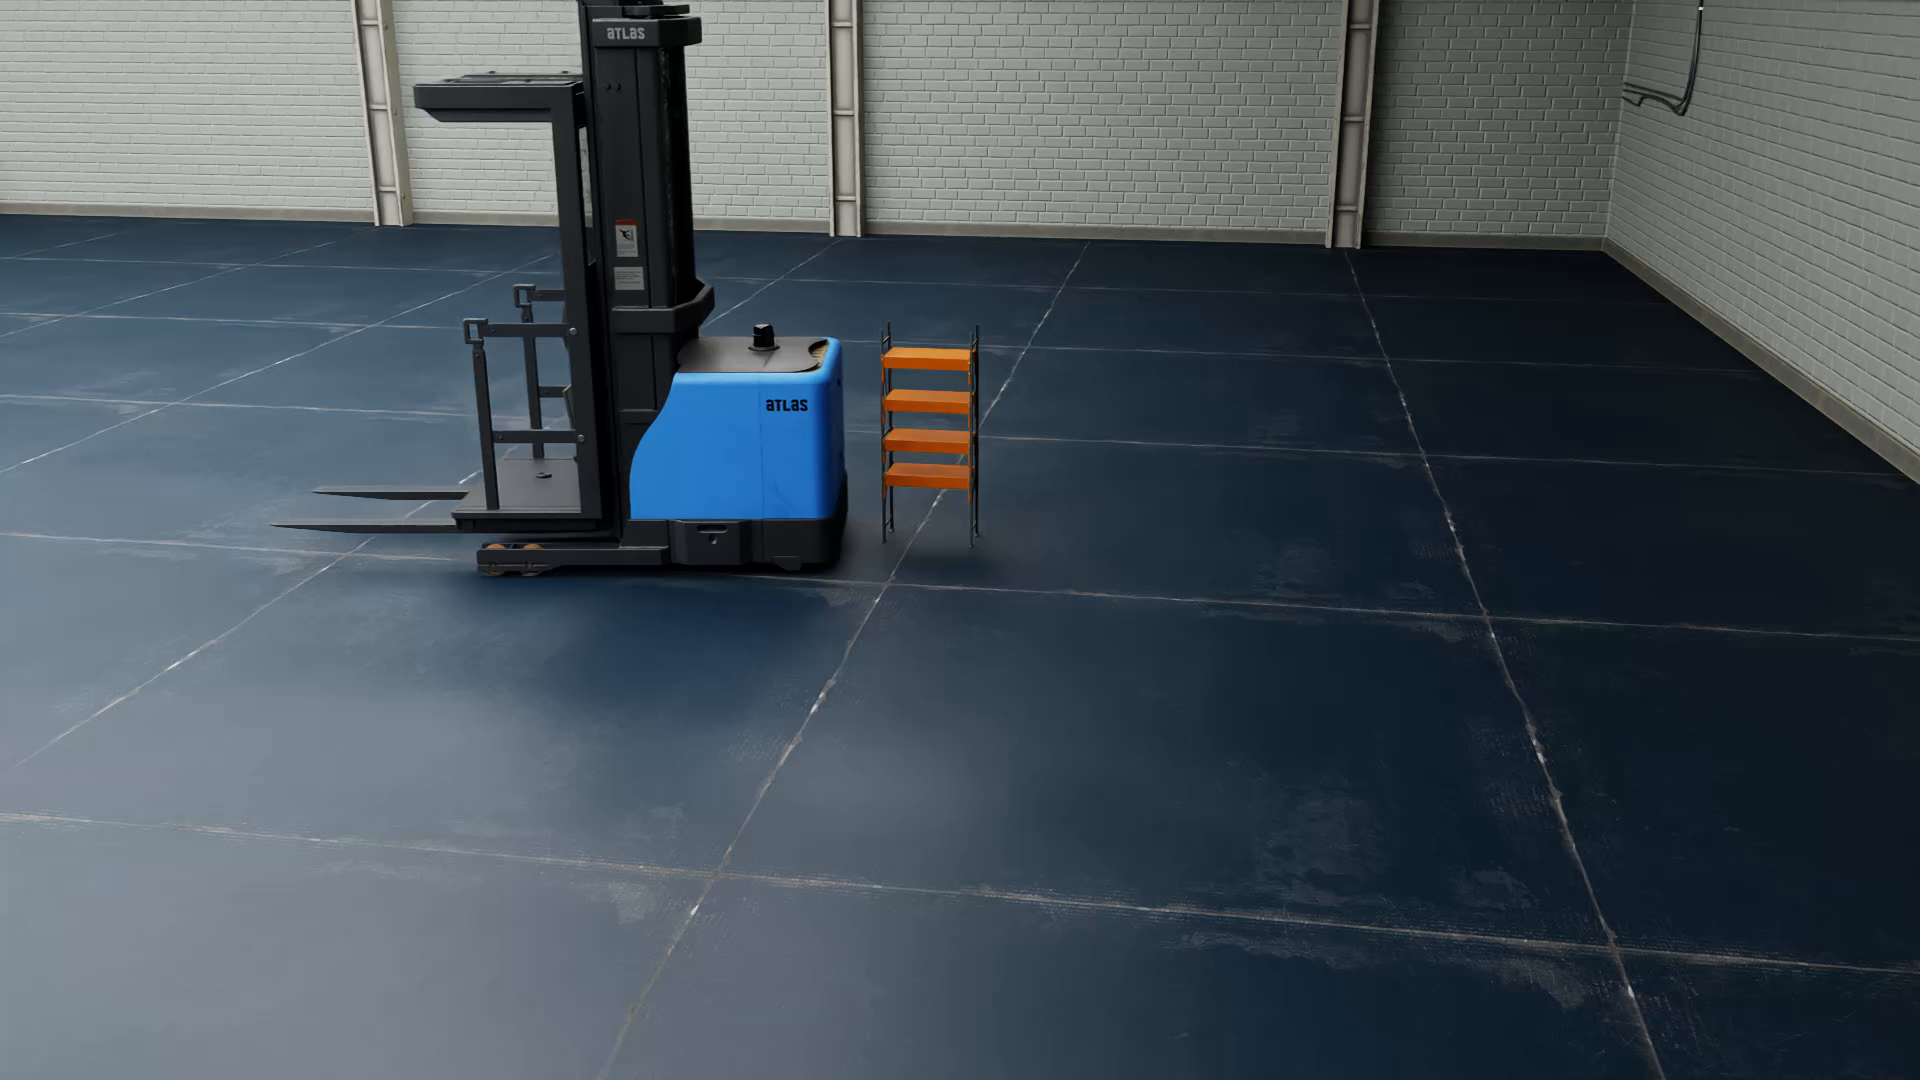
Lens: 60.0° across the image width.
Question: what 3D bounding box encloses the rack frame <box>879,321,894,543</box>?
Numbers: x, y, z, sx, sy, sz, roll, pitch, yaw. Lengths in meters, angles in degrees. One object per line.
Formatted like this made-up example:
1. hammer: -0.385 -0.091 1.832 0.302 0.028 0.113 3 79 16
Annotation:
1. rack frame: -0.404 -0.590 9.174 0.015 1.200 0.240 3 19 9

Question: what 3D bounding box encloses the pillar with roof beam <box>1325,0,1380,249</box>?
1. pillar with roof beam: 3.855 -6.400 14.249 0.400 9.000 9.100 3 19 9

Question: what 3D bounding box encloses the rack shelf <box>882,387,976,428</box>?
1. rack shelf: -0.163 -0.726 9.088 0.480 0.148 0.258 3 19 9

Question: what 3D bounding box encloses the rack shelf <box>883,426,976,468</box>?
1. rack shelf: -0.163 -0.514 9.159 0.480 0.148 0.258 3 19 9

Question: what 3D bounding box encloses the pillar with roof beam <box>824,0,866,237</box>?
1. pillar with roof beam: -2.069 -6.702 15.152 0.400 9.000 9.100 3 19 9

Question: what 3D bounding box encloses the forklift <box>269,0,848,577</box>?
1. forklift: -2.163 -1.366 8.768 3.031 2.935 1.130 0 18 0

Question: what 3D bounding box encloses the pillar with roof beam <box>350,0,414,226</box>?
1. pillar with roof beam: -7.993 -7.004 16.054 0.400 9.000 9.100 3 19 9

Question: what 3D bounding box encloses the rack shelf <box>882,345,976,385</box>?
1. rack shelf: -0.163 -0.950 9.013 0.480 0.148 0.258 3 19 9

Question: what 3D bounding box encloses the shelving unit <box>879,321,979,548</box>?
1. shelving unit: -0.163 -0.577 9.138 0.503 1.200 0.258 3 19 9

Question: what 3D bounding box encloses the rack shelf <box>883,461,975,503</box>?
1. rack shelf: -0.163 -0.325 9.222 0.480 0.148 0.258 3 19 9

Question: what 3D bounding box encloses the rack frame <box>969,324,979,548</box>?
1. rack frame: 0.077 -0.565 9.101 0.015 1.200 0.240 3 19 9

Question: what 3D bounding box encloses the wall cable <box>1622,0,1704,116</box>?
1. wall cable: 7.237 -5.714 17.092 0.112 2.526 3.097 3 19 9
